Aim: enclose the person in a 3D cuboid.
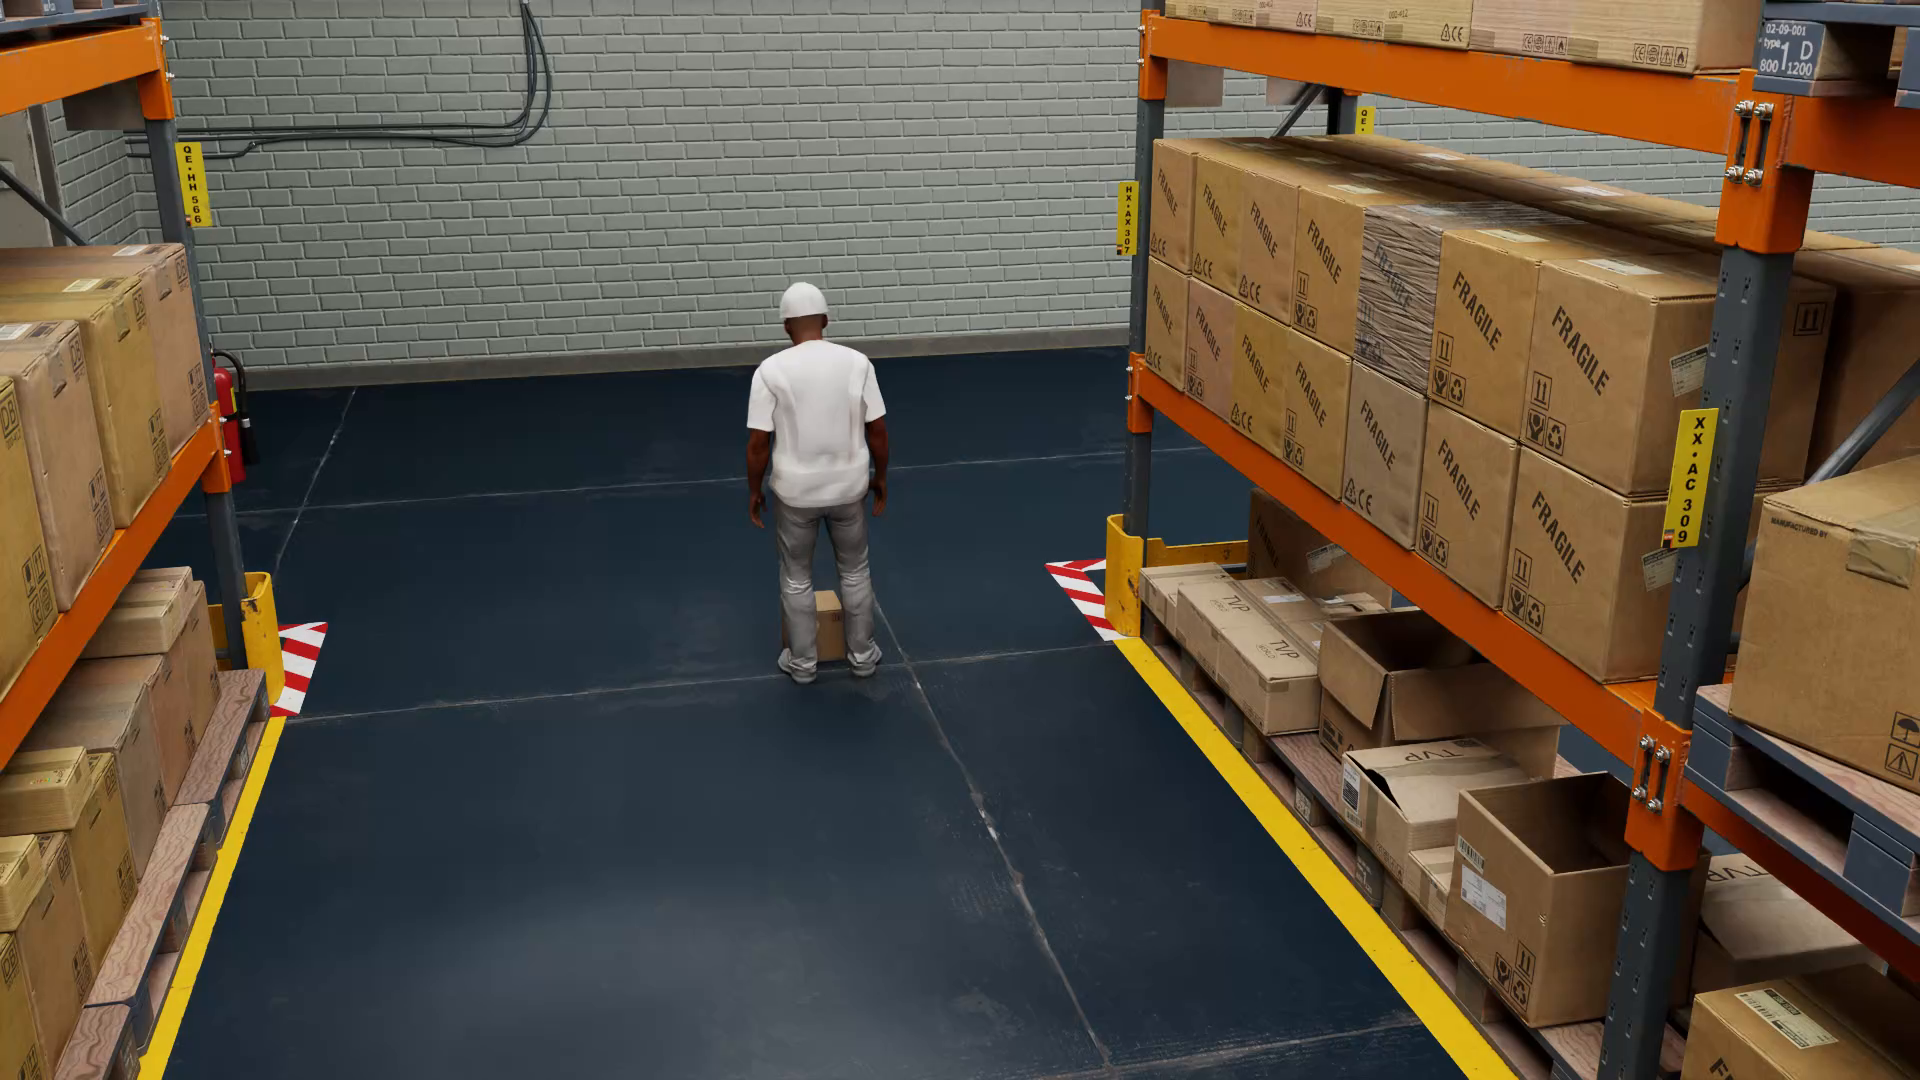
[{"bbox_3d":[-0.617,-0.236,7.211,0.626,1.759,0.463,-5,20,-15],"label":"person"}]
